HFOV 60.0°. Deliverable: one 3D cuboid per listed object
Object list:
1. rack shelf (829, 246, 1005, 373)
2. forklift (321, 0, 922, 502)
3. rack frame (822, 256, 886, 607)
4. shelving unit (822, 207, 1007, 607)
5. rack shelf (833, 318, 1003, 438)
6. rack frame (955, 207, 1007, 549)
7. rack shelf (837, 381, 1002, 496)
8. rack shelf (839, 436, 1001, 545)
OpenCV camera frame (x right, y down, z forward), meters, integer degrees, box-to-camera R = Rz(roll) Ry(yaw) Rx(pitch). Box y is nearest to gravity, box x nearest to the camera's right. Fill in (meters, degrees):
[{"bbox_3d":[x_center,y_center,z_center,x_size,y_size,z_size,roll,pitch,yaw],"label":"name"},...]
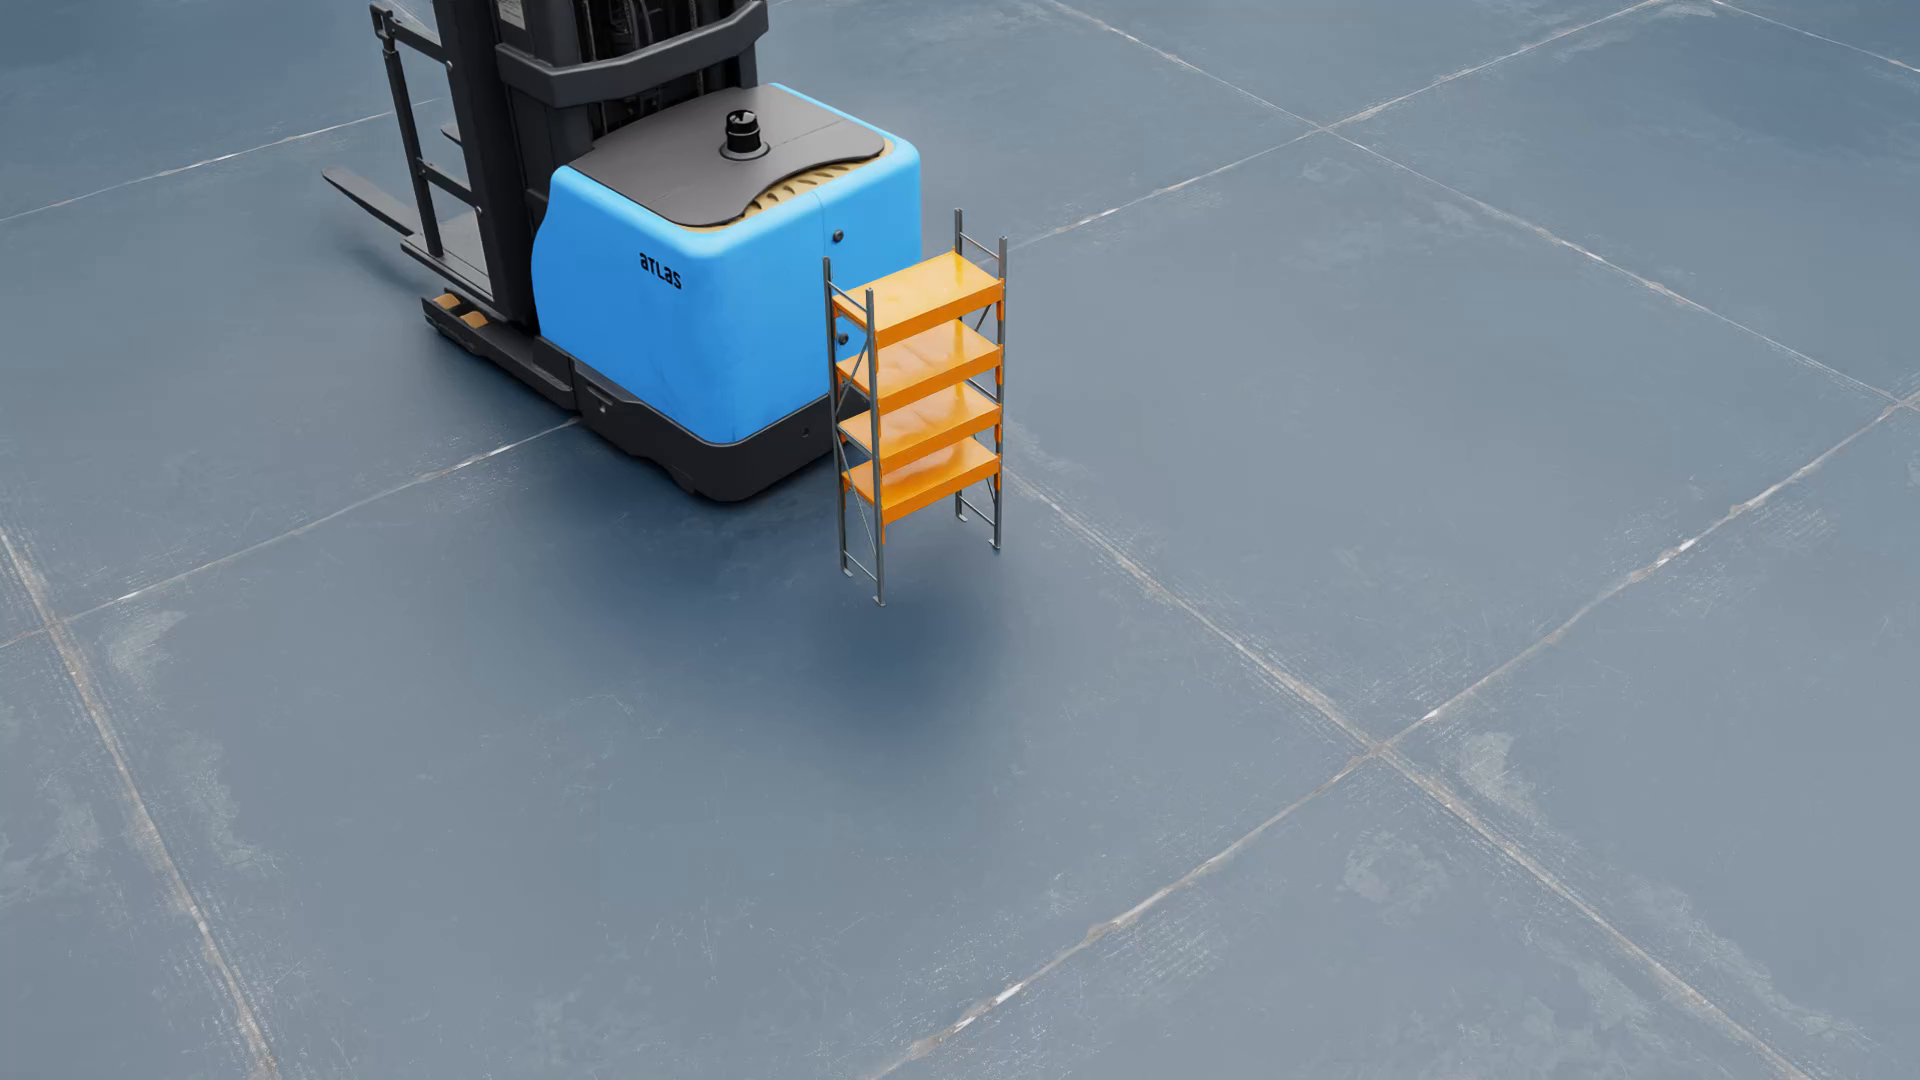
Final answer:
[{"bbox_3d":[-0.131,-0.704,5.042,0.480,0.148,0.258,-26,46,-28],"label":"rack shelf"},{"bbox_3d":[-1.529,-2.090,5.986,3.031,2.935,1.130,32,49,33],"label":"forklift"},{"bbox_3d":[-0.325,-0.306,5.177,0.015,1.200,0.240,-26,46,-28],"label":"rack frame"},{"bbox_3d":[-0.131,-0.400,5.291,0.503,1.200,0.258,-26,46,-28],"label":"shelving unit"},{"bbox_3d":[-0.131,-0.521,5.192,0.480,0.148,0.258,-26,46,-28],"label":"rack shelf"},{"bbox_3d":[0.062,-0.494,5.406,0.015,1.200,0.240,-26,46,-28],"label":"rack frame"},{"bbox_3d":[-0.131,-0.348,5.334,0.480,0.148,0.258,-26,46,-28],"label":"rack shelf"},{"bbox_3d":[-0.131,-0.194,5.460,0.480,0.148,0.258,-26,46,-28],"label":"rack shelf"}]
